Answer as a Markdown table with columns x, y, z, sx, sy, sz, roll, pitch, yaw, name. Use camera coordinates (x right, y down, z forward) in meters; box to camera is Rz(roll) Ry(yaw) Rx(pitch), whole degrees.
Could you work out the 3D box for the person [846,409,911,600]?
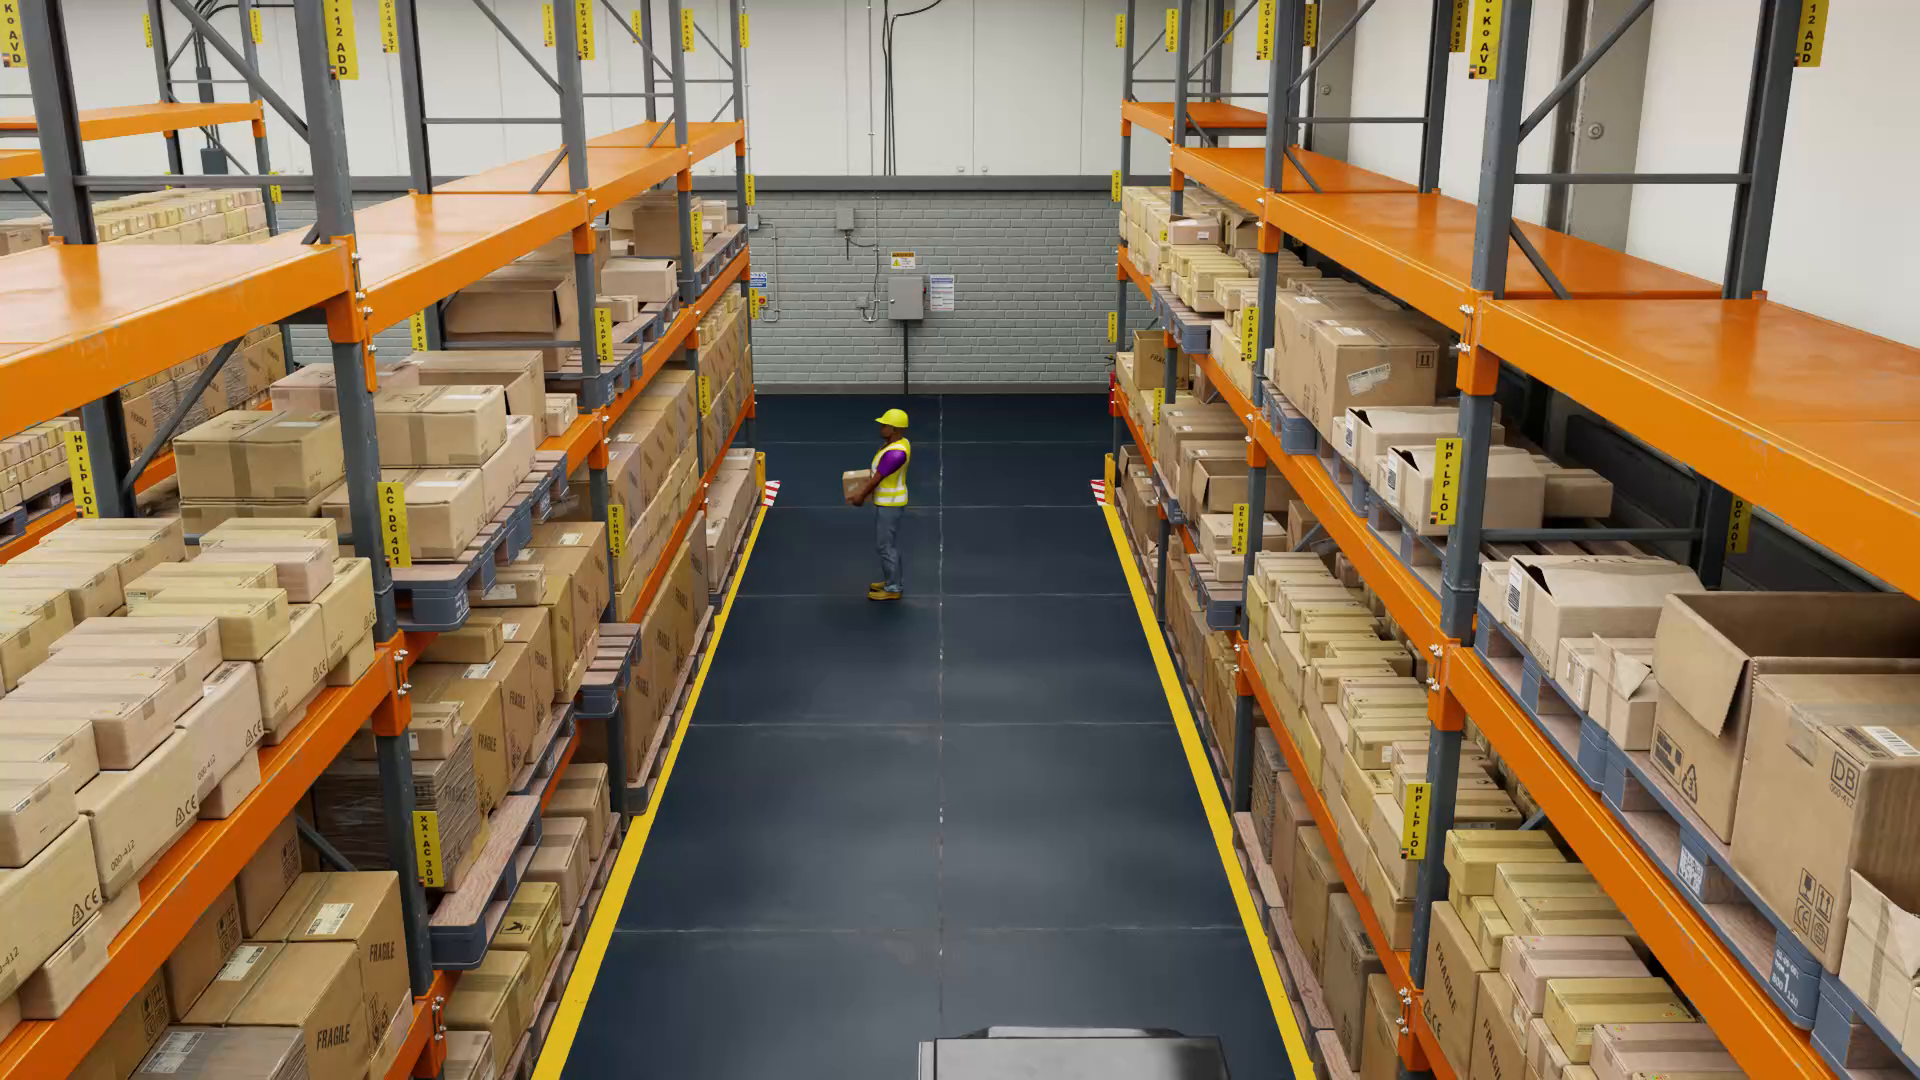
| x | y | z | sx | sy | sz | roll | pitch | yaw | name |
| --- | --- | --- | --- | --- | --- | --- | --- | --- | --- |
| -0.742 | -0.333 | 15.180 | 0.586 | 1.760 | 0.503 | 0 | 17 | 0 | person |
